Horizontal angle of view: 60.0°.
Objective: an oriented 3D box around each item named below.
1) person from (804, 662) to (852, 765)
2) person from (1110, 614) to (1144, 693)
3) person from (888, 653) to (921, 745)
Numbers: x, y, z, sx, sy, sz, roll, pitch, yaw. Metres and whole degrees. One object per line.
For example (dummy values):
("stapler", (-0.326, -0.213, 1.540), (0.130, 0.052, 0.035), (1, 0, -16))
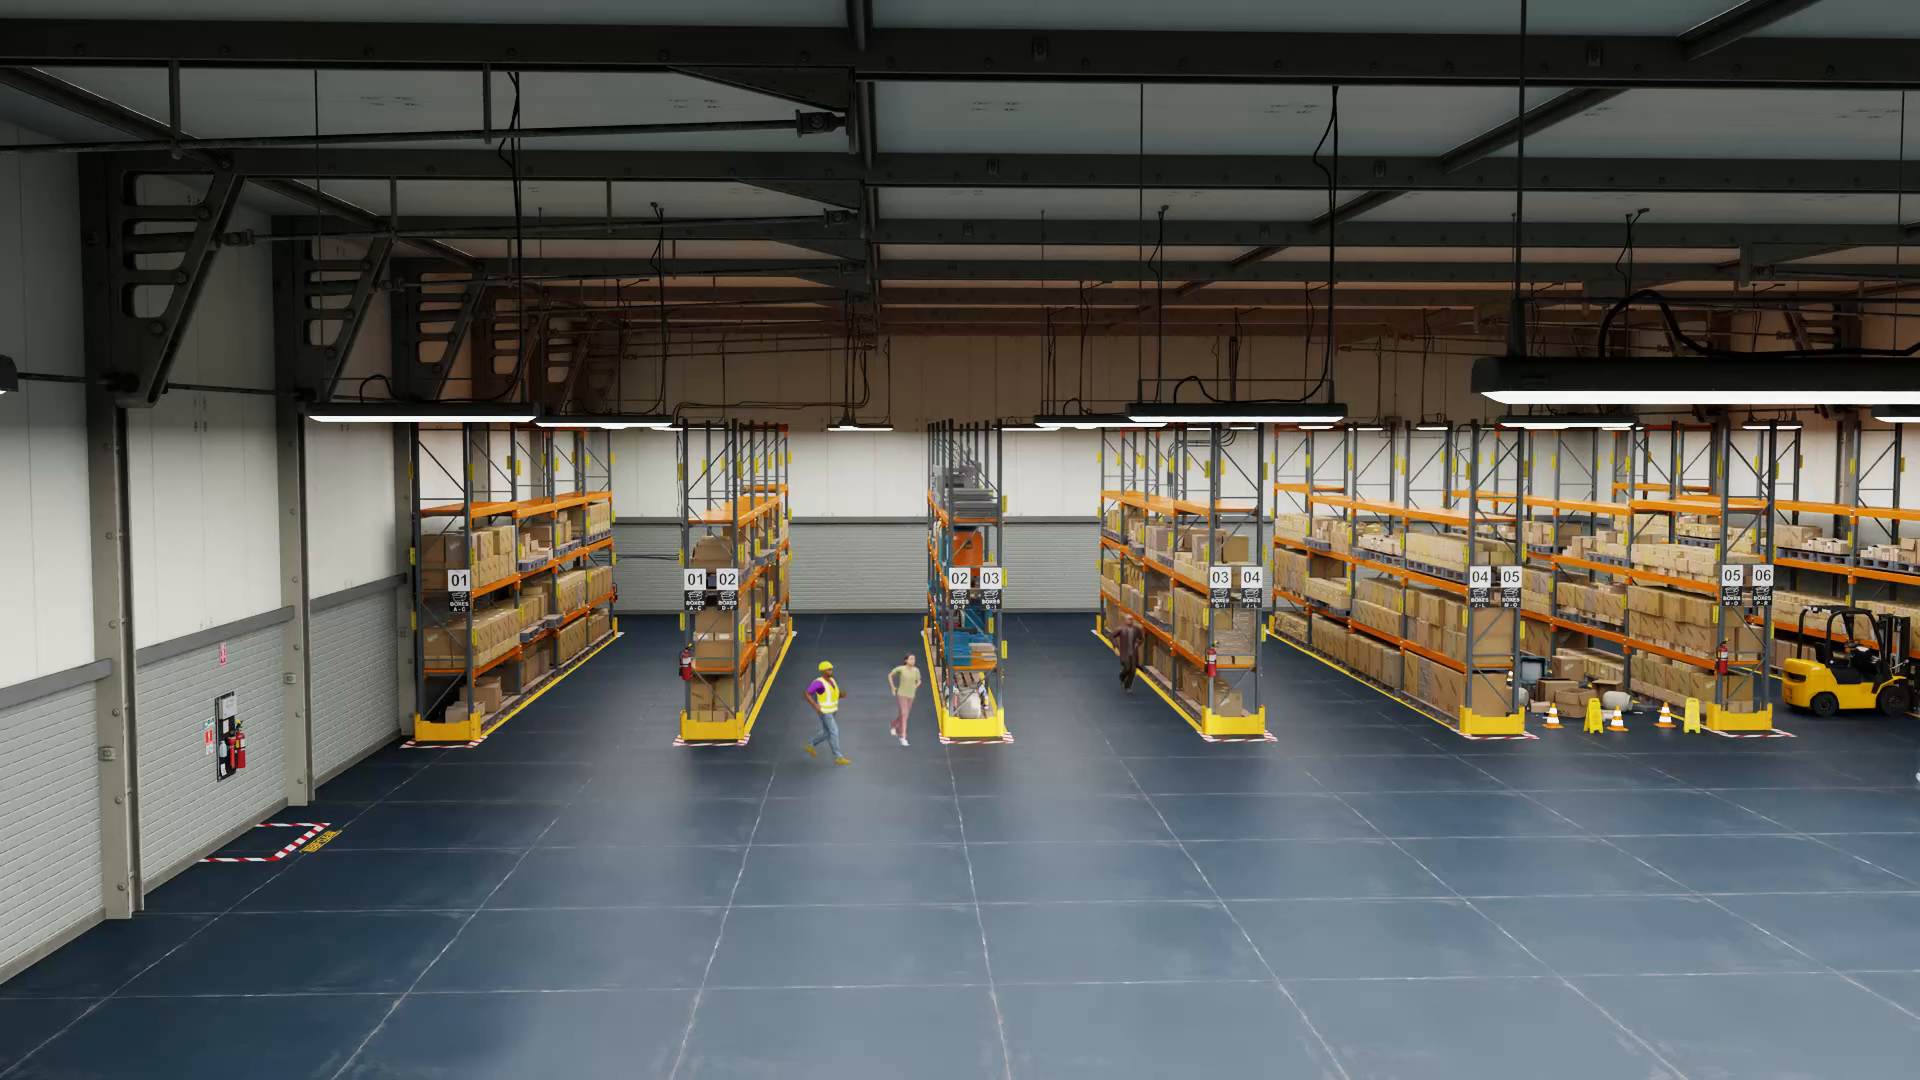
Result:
("person", (-2.299, 2.973, 28.783), (0.990, 1.746, 0.705), (2, 4, 23))
("person", (3.718, 2.510, 36.581), (0.714, 1.736, 0.616), (-1, 4, -13))
("person", (-1.007, 2.929, 30.988), (0.608, 1.675, 0.890), (-2, 4, -30))
